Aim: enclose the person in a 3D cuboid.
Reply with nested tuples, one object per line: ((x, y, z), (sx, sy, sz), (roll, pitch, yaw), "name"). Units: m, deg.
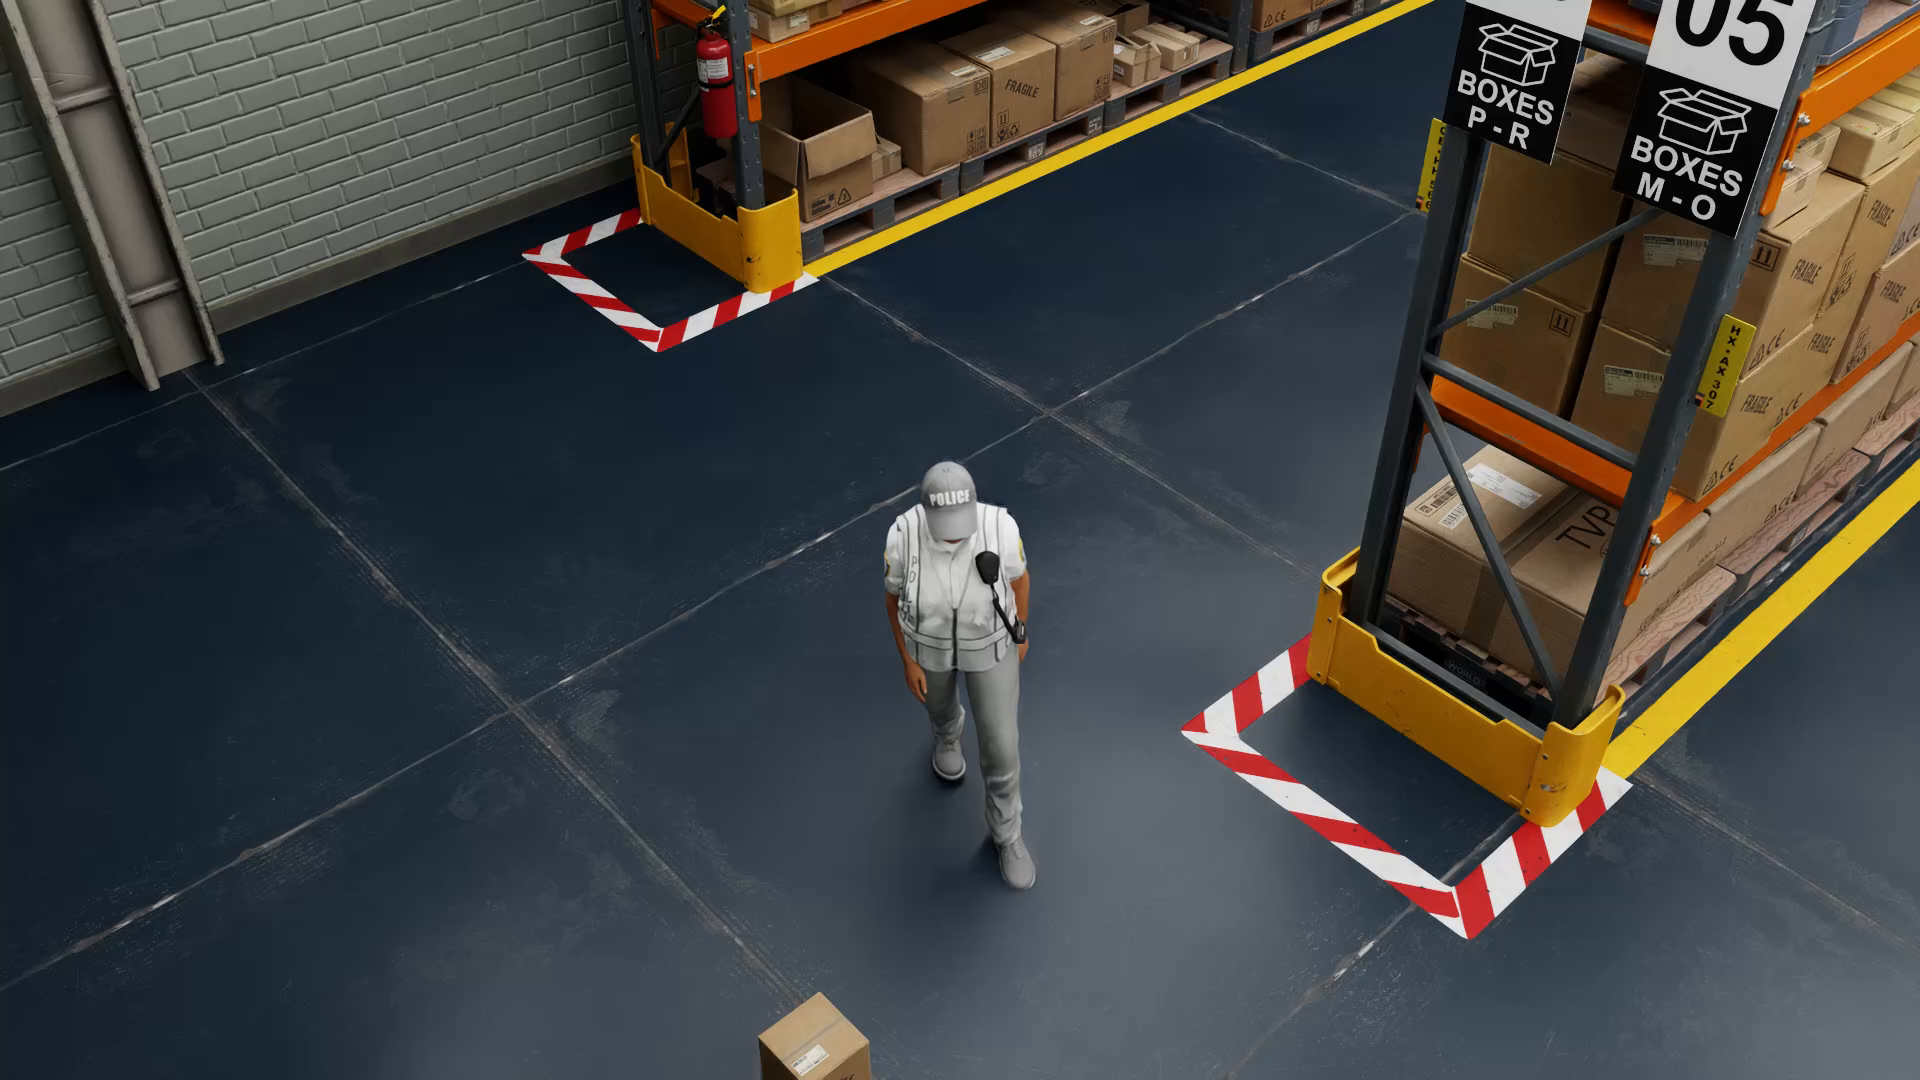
((0.020, 0.377, 5.730), (0.547, 1.669, 0.768), (3, 40, 3), "person")
